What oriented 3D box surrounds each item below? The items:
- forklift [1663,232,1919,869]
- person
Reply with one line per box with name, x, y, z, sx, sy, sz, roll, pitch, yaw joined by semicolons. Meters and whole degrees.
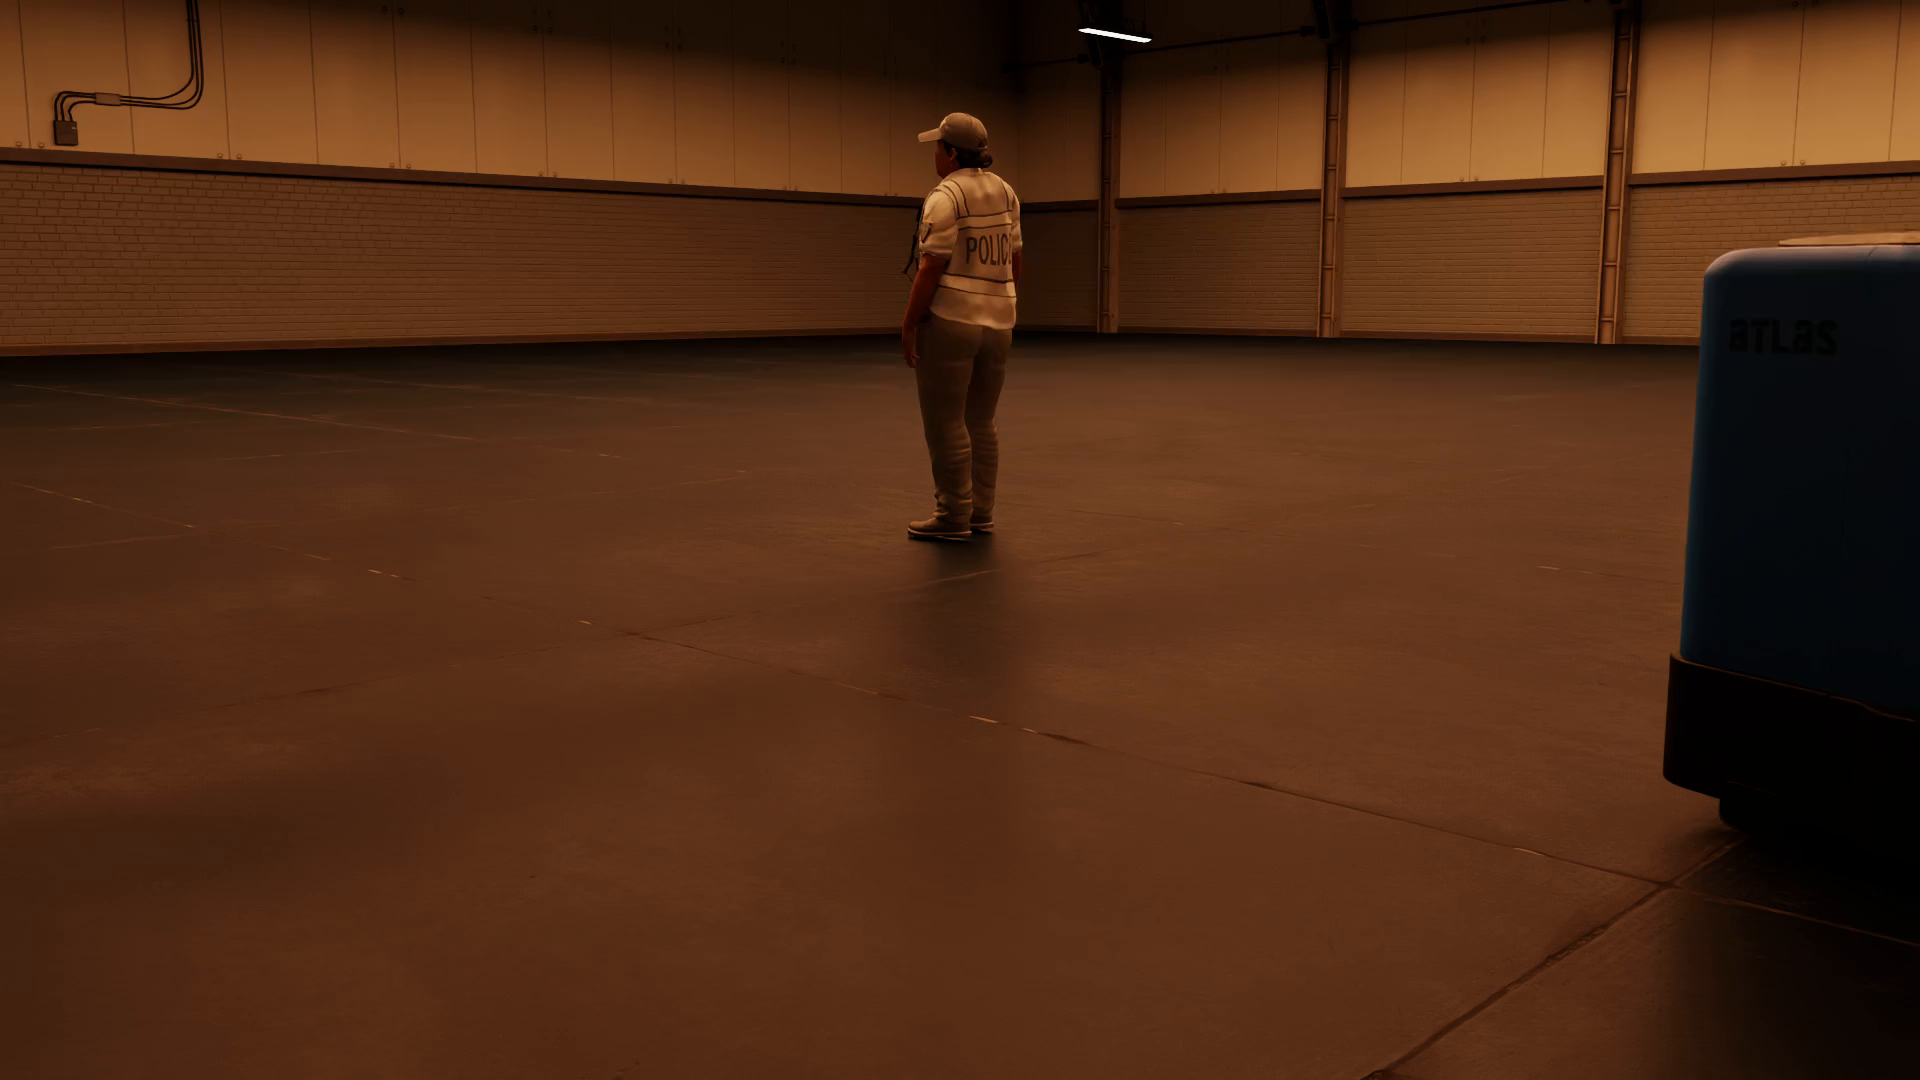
forklift;2.487;-0.762;1.933;1.130;2.935;3.031;-5;10;-28
person;-0.039;-0.841;6.661;0.529;1.670;0.598;8;12;43
